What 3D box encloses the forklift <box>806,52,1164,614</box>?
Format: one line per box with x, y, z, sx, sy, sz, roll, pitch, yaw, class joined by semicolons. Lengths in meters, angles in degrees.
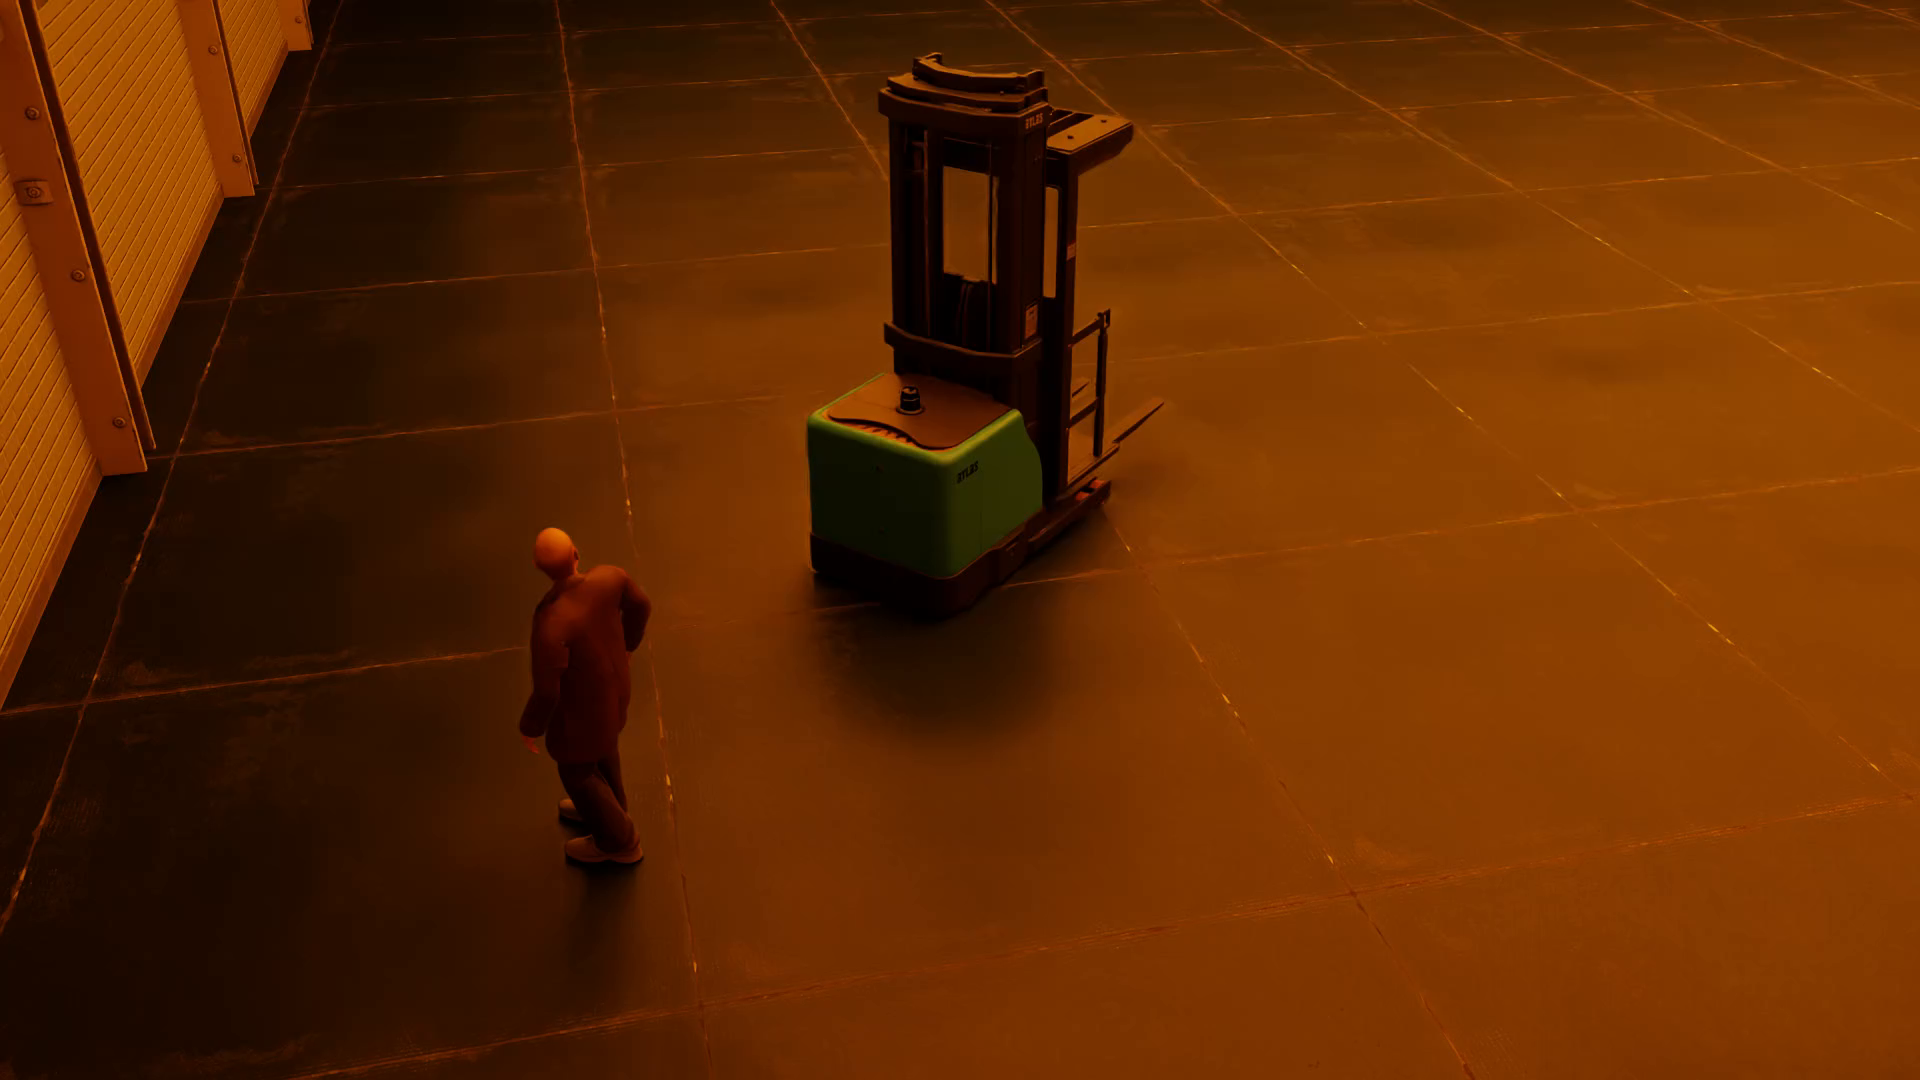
0.330;-1.533;10.222;1.130;2.935;3.031;18;35;29;forklift

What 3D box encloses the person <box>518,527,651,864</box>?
-1.761;0.694;7.542;0.561;1.766;0.787;11;32;18;person
